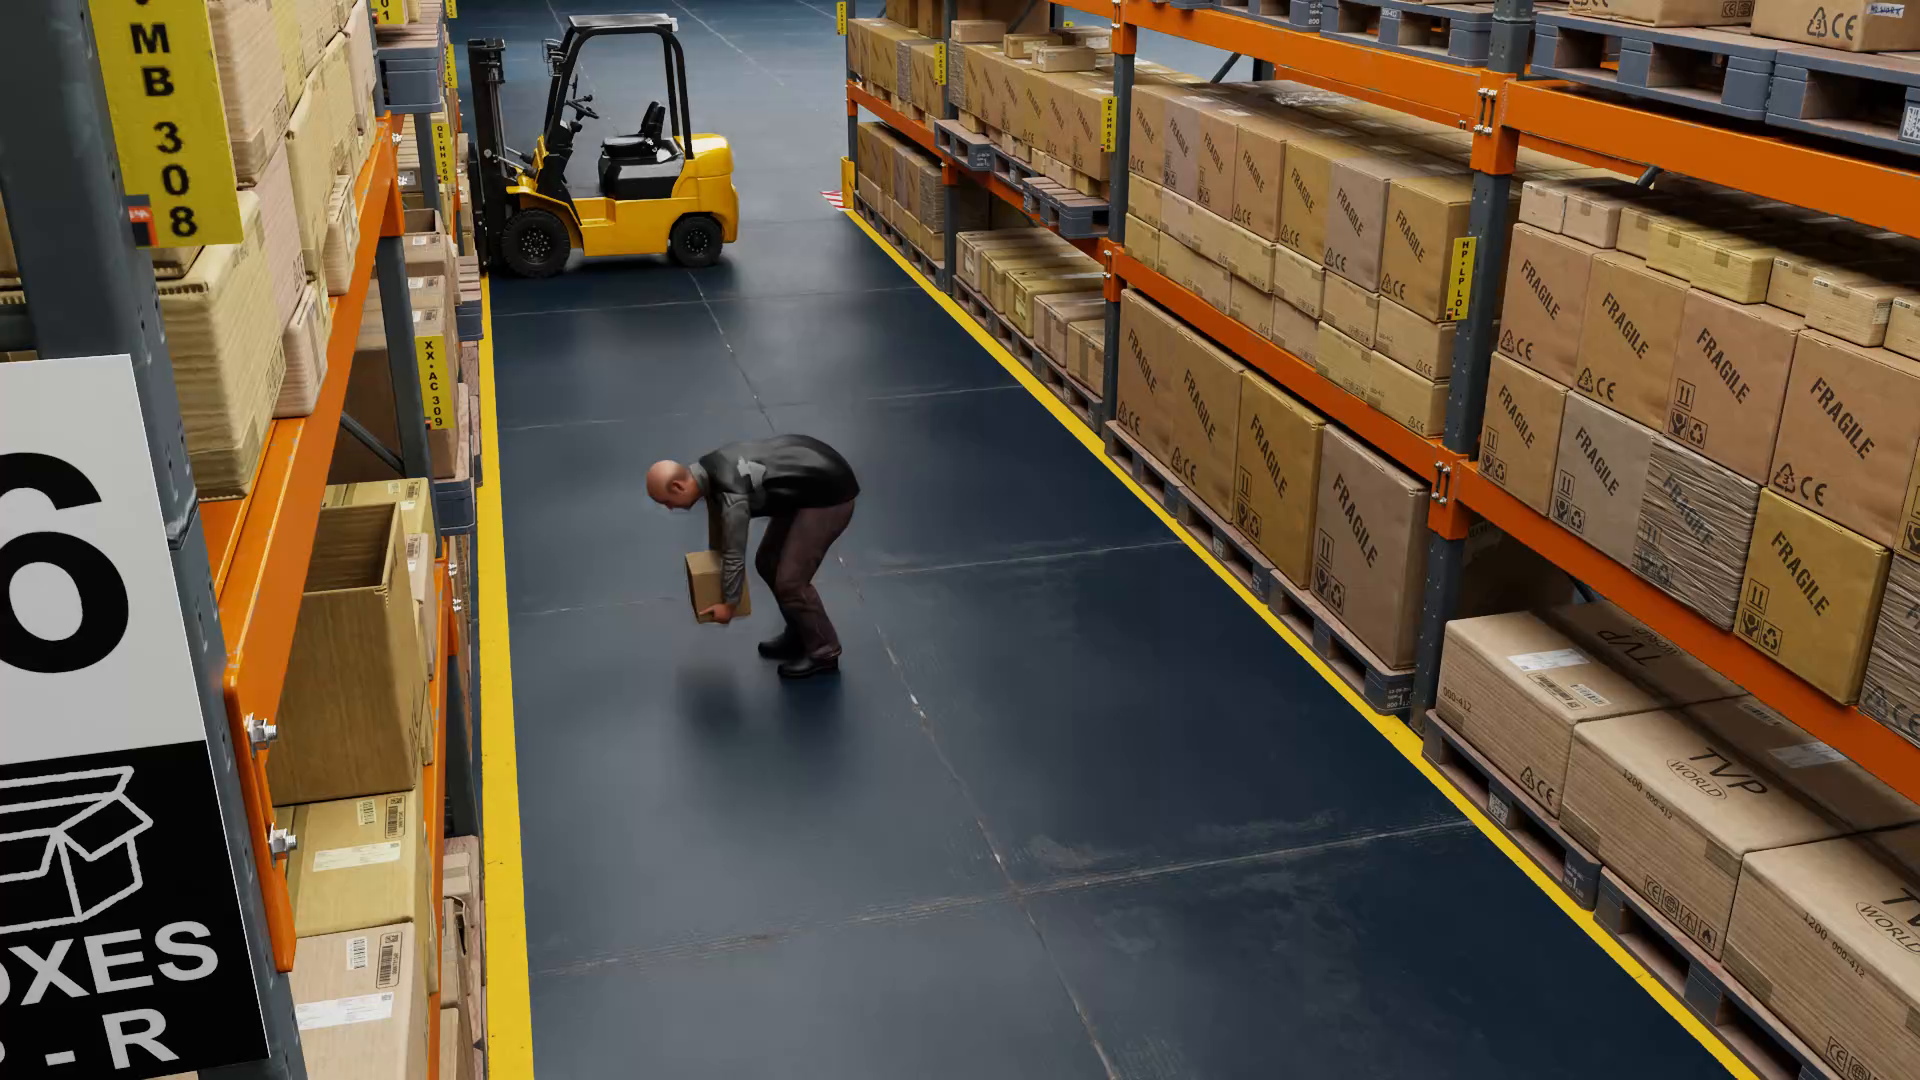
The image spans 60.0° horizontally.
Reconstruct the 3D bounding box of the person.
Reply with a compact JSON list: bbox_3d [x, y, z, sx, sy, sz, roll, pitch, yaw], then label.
[{"bbox_3d":[-0.944,0.079,7.713,0.959,1.123,0.460,-7,24,-16],"label":"person"}]
